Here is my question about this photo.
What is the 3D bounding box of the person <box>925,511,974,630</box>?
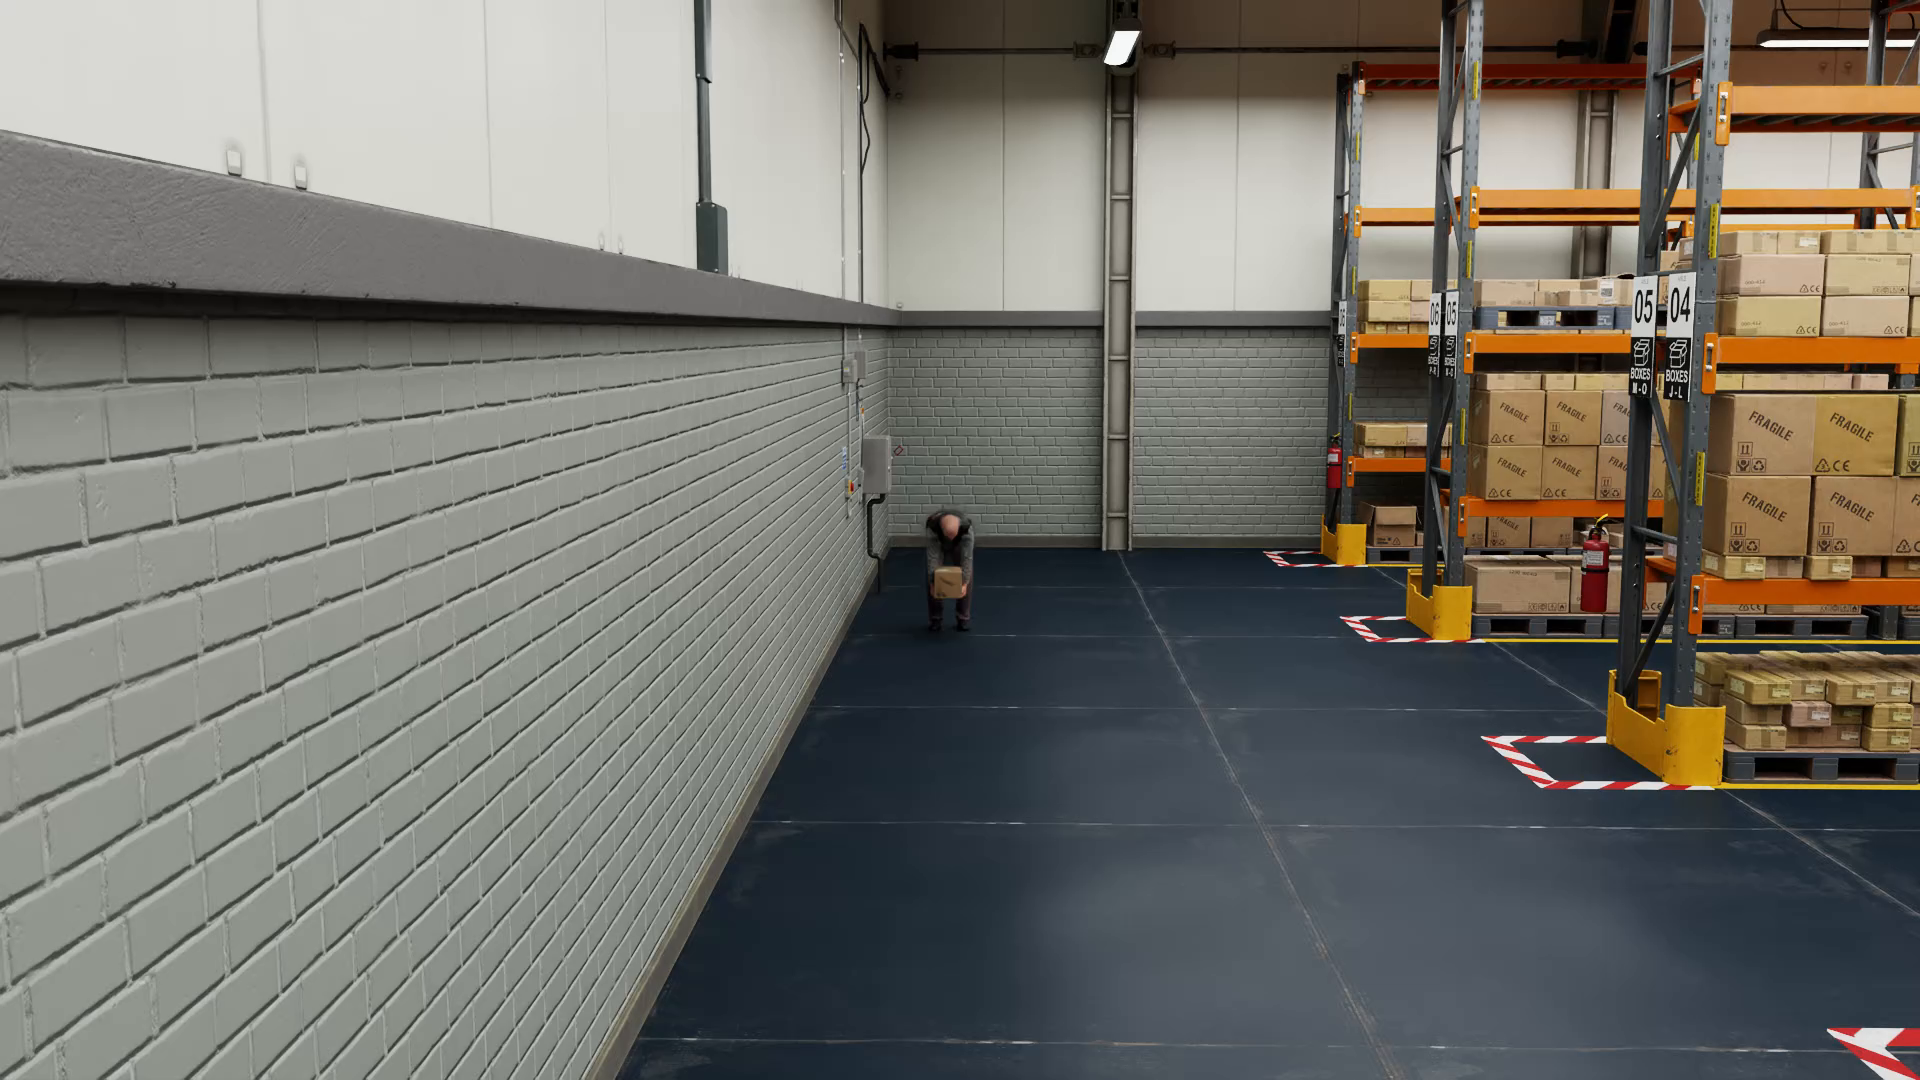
[{"bbox_3d":[-0.100,0.300,15.702,0.461,1.171,0.948,0,7,0],"label":"person"}]
